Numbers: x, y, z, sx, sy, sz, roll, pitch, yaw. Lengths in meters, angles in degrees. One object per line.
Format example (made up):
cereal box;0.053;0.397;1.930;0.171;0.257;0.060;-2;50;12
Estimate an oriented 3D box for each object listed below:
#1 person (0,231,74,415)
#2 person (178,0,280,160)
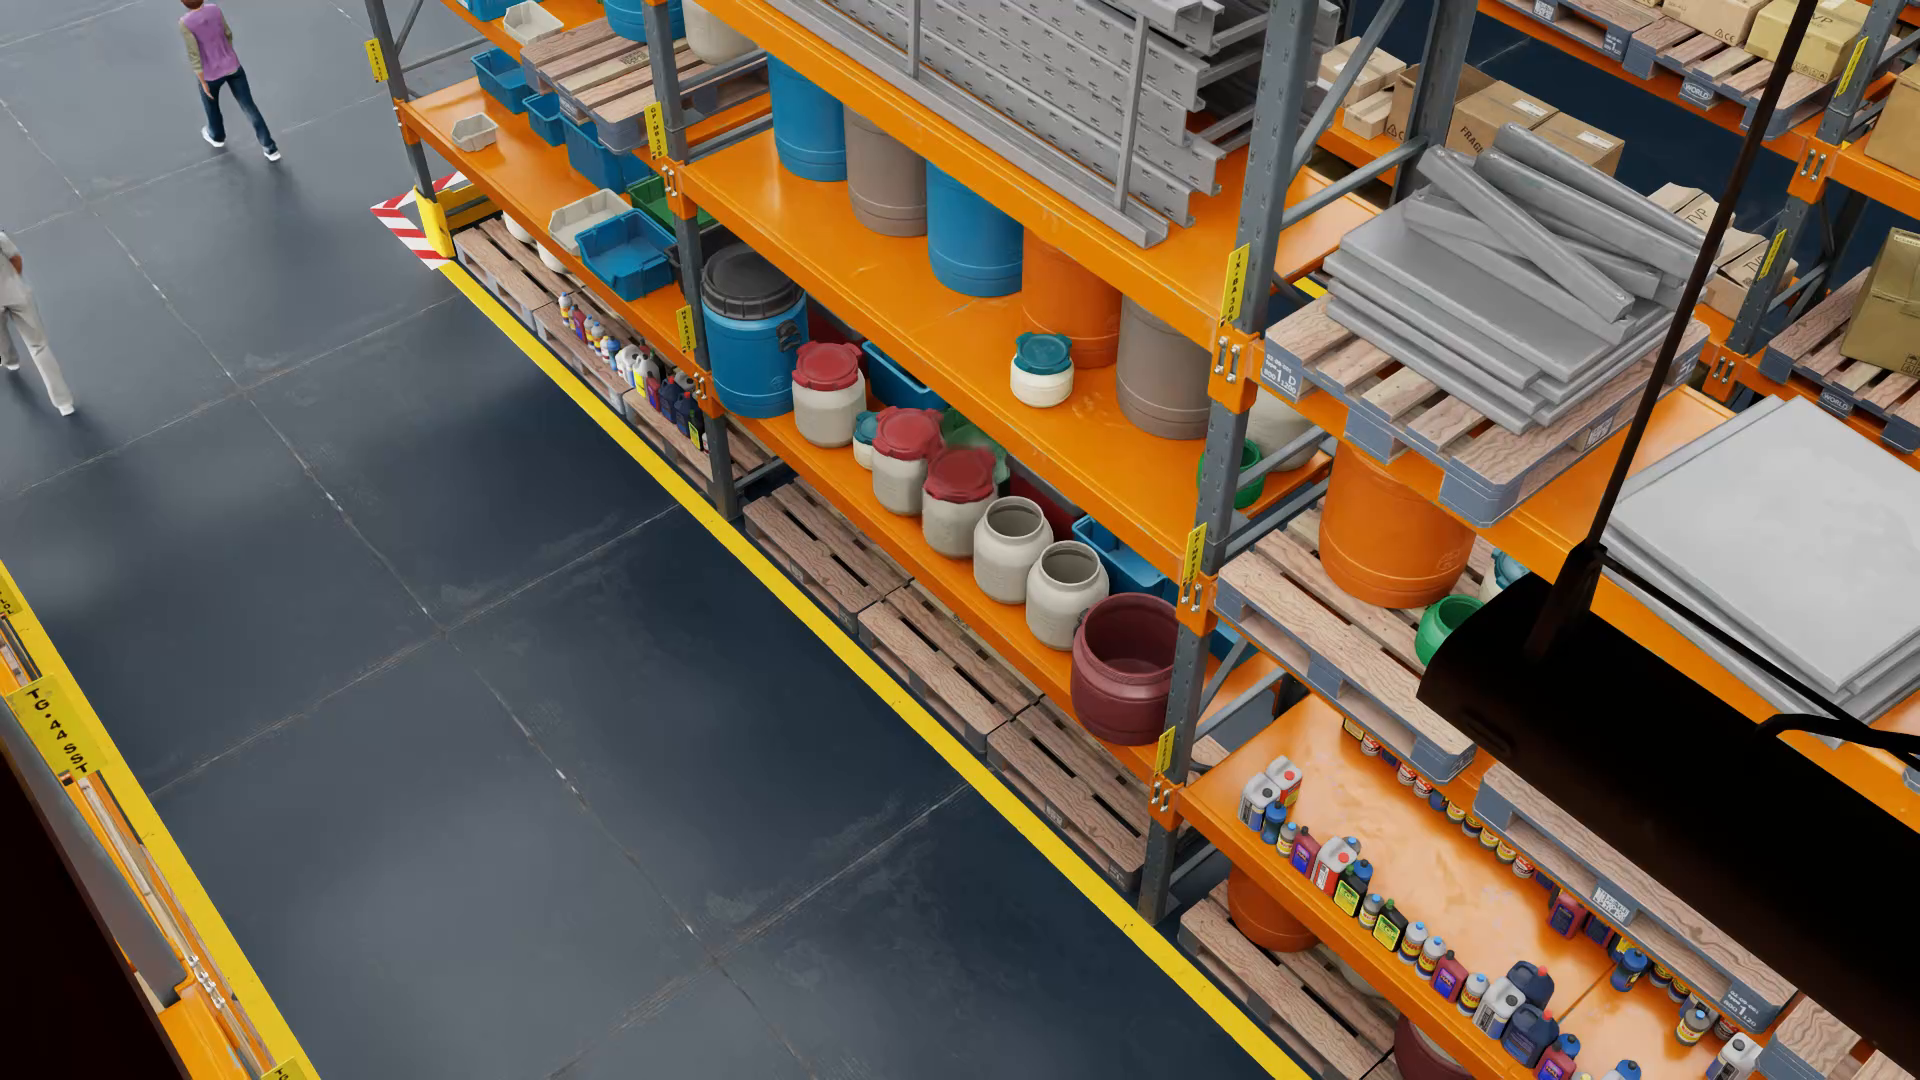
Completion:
person;-6.622;-1.697;11.457;0.481;1.612;1.030;-21;50;-19
person;-6.073;-3.856;13.543;0.858;1.557;0.445;34;55;28
